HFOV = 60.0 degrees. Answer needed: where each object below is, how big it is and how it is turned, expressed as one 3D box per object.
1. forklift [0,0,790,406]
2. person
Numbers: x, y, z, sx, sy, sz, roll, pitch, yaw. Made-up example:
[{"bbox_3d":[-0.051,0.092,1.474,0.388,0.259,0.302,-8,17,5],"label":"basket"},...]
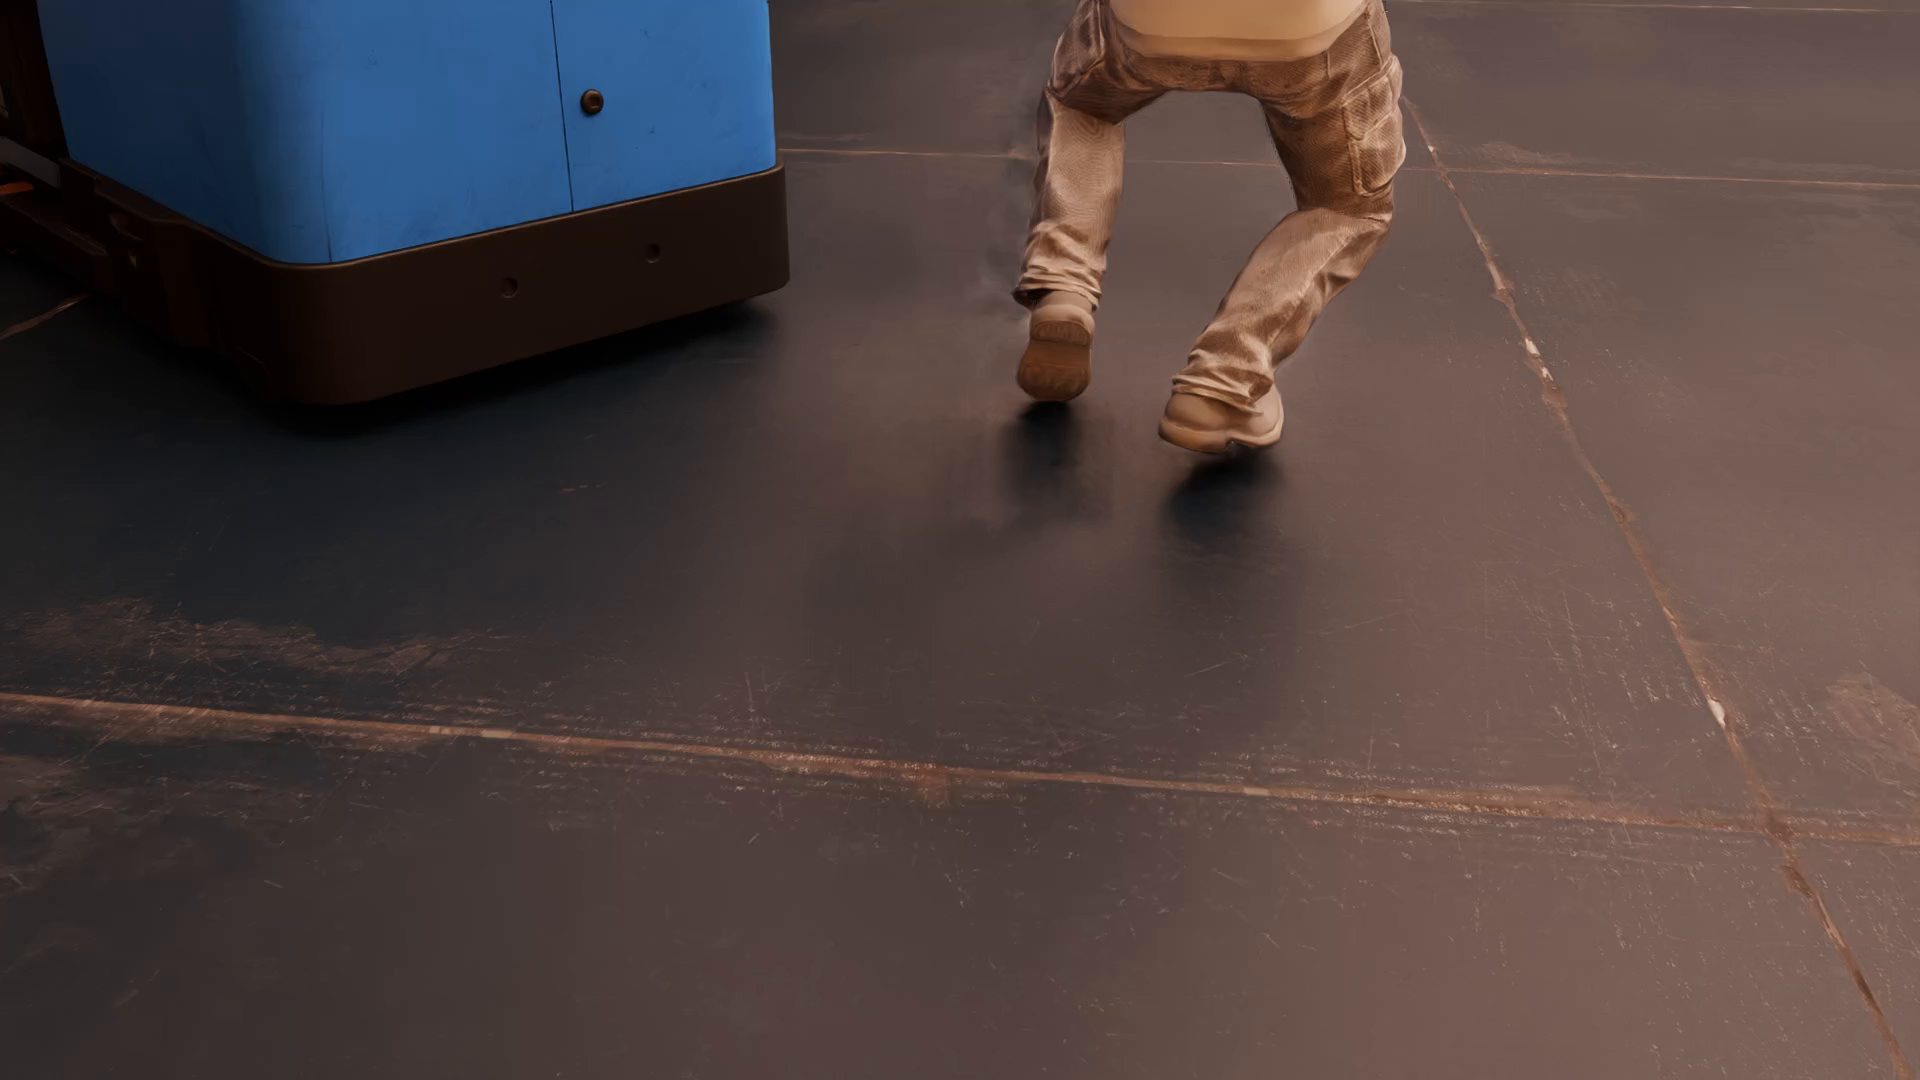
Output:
[{"bbox_3d":[-1.730,-2.103,3.432,1.130,2.935,3.031,-23,35,-38],"label":"forklift"},{"bbox_3d":[0.275,-0.919,2.511,1.014,1.649,0.766,12,29,23],"label":"person"}]
